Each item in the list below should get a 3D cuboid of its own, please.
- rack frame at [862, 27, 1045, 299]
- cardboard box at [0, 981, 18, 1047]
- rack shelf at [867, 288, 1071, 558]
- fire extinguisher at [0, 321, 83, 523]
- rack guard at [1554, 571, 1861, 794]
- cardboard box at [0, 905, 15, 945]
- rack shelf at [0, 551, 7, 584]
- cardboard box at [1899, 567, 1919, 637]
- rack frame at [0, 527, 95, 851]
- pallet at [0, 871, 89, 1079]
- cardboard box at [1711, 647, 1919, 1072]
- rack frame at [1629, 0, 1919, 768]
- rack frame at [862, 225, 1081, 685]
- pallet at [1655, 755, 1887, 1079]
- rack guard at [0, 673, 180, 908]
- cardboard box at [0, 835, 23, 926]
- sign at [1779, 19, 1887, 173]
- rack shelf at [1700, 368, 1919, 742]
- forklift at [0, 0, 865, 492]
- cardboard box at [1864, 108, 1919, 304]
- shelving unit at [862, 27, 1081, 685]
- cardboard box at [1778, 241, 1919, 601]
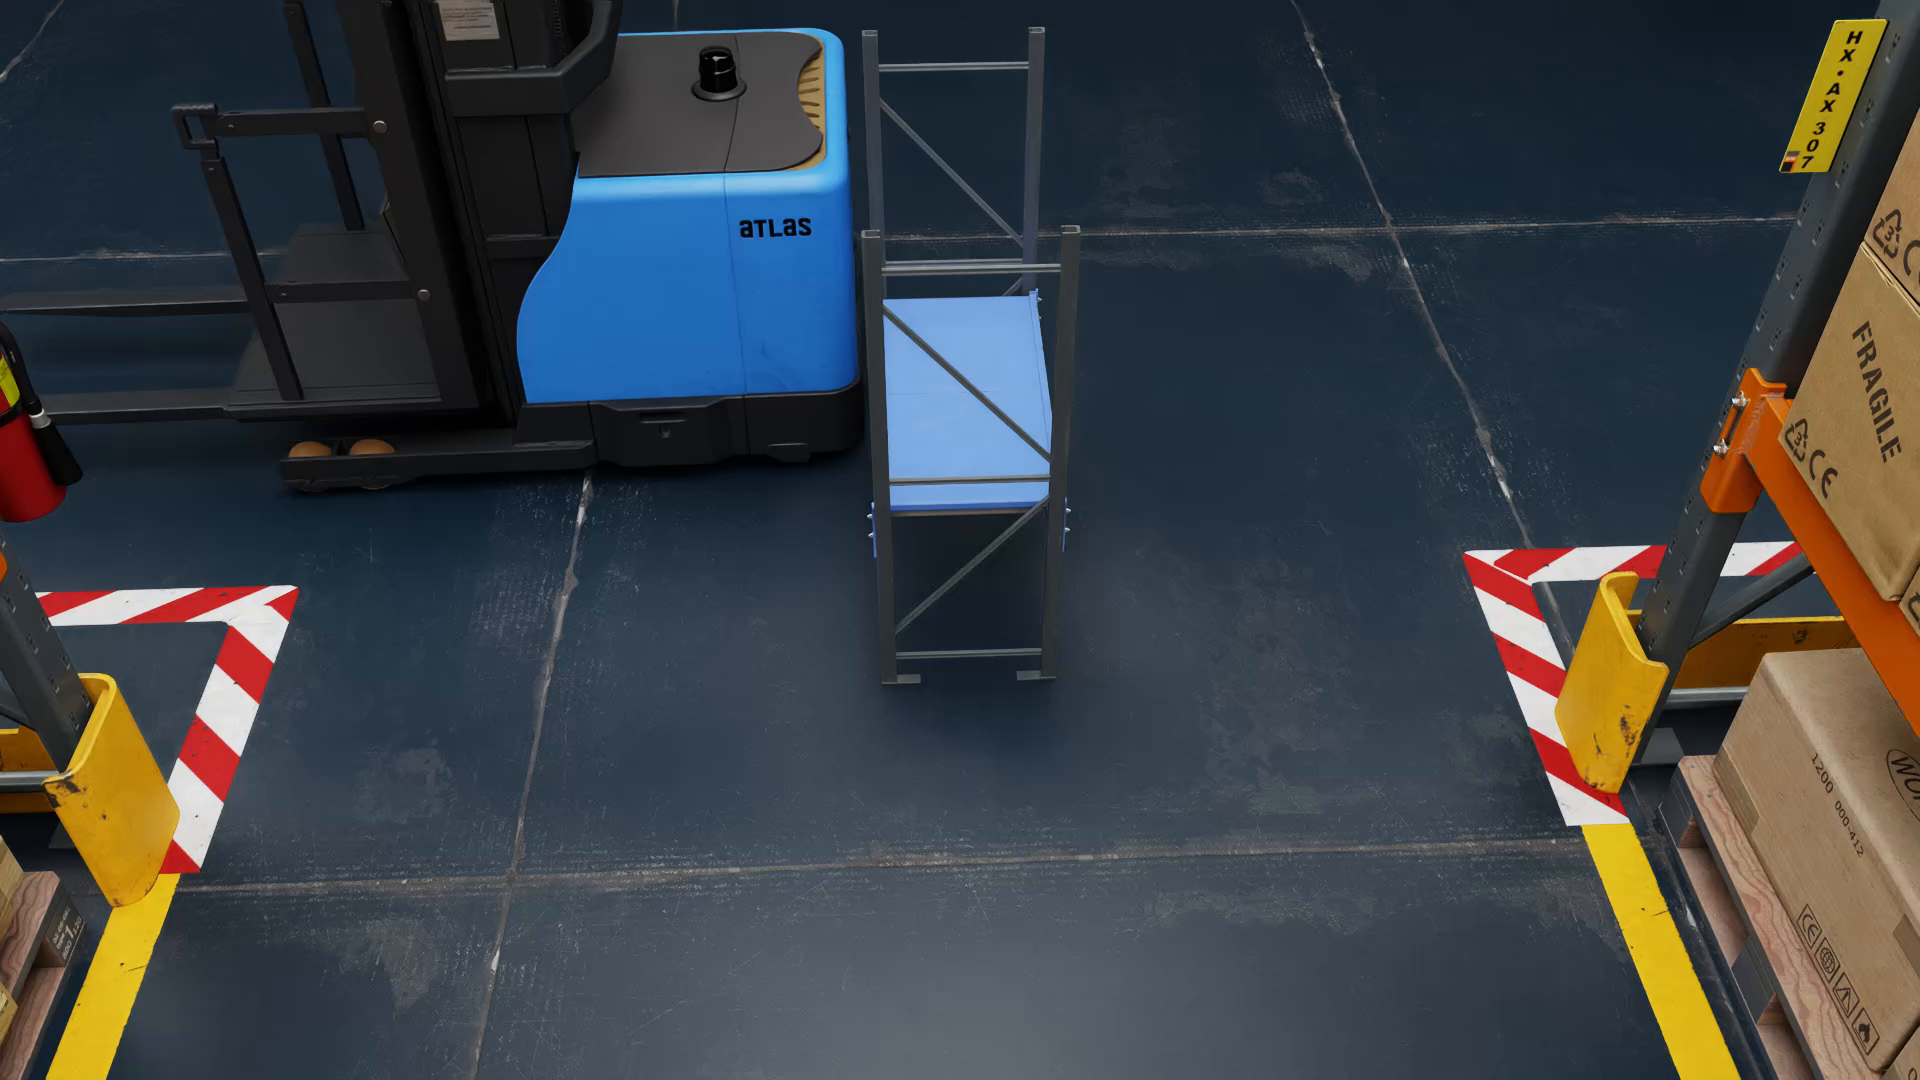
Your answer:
[{"bbox_3d":[-0.018,-0.838,5.055,0.500,1.500,0.032,-2,43,-2],"label":"rack frame"},{"bbox_3d":[-2.324,1.092,3.638,0.380,0.149,0.250,0,43,0],"label":"cardboard box"},{"bbox_3d":[0.004,-0.363,4.802,0.538,0.185,1.000,-2,43,-2],"label":"rack shelf"},{"bbox_3d":[-2.217,-0.342,3.736,0.296,0.674,0.183,-2,43,-2],"label":"fire extinguisher"},{"bbox_3d":[2.273,0.370,4.476,1.175,0.500,0.348,-2,43,-2],"label":"rack guard"},{"bbox_3d":[-2.436,0.921,3.824,0.380,0.149,0.250,-1,43,-1],"label":"cardboard box"},{"bbox_3d":[-2.582,1.291,2.154,1.077,0.370,4.000,-2,43,-2],"label":"rack shelf"},{"bbox_3d":[2.057,0.101,2.846,0.500,0.500,0.500,-2,43,-2],"label":"cardboard box"},{"bbox_3d":[-2.667,-0.325,3.384,1.000,3.000,0.127,-2,43,-2],"label":"rack frame"},{"bbox_3d":[-2.665,1.304,3.671,1.003,0.211,1.213,-2,43,-2],"label":"pallet"},{"bbox_3d":[2.402,0.698,3.854,0.875,0.438,0.875,-3,43,-3],"label":"cardboard box"},{"bbox_3d":[2.274,-0.535,3.614,1.000,3.000,0.127,-2,43,-2],"label":"rack frame"},{"bbox_3d":[0.025,-0.152,4.306,0.500,1.500,0.032,-2,43,-2],"label":"rack frame"},{"bbox_3d":[2.386,1.031,3.969,1.003,0.211,1.213,-2,43,-2],"label":"pallet"},{"bbox_3d":[-2.664,0.648,4.173,1.175,0.500,0.348,-2,43,-2],"label":"rack guard"},{"bbox_3d":[-2.360,0.810,3.725,0.380,0.149,0.250,-3,43,-3],"label":"cardboard box"},{"bbox_3d":[1.719,-0.871,3.281,0.100,0.325,0.005,-2,43,-2],"label":"sign"},{"bbox_3d":[2.359,1.081,2.384,1.077,0.370,4.000,-2,43,-2],"label":"rack shelf"},{"bbox_3d":[-1.857,-1.607,4.834,3.031,2.935,1.130,-3,43,-3],"label":"forklift"},{"bbox_3d":[2.010,-0.608,2.879,0.500,0.500,0.500,-3,43,-3],"label":"cardboard box"},{"bbox_3d":[0.004,-0.495,4.680,0.538,1.500,1.048,-2,43,-2],"label":"shelving unit"},{"bbox_3d":[2.008,-0.239,3.217,0.500,0.500,0.500,-2,43,-2],"label":"cardboard box"}]
